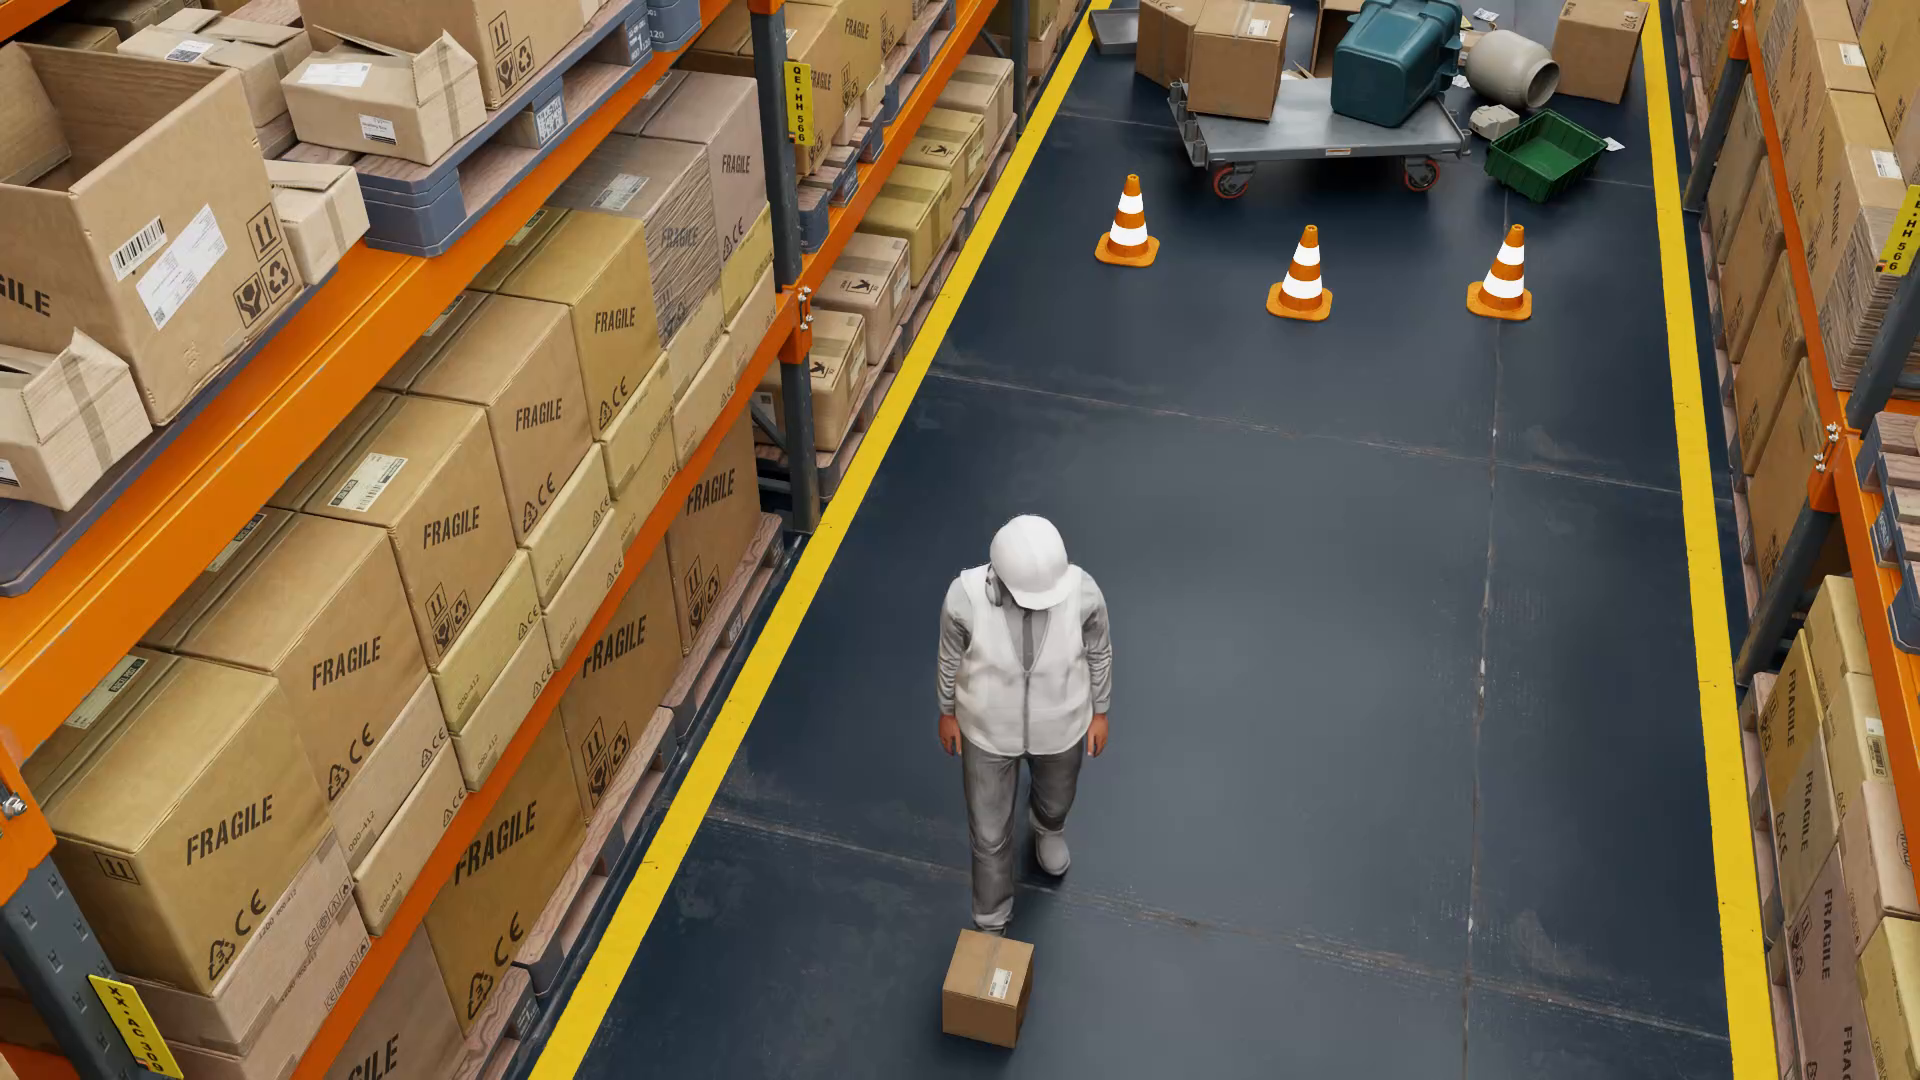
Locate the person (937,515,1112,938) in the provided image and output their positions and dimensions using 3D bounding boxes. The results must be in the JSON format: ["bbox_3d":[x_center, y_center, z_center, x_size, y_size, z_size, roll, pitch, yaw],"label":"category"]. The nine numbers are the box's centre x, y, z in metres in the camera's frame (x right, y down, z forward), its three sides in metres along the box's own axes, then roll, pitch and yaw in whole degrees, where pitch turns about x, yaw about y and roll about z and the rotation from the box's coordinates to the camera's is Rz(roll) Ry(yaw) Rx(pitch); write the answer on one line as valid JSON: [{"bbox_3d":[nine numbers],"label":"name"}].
[{"bbox_3d":[0.212,0.632,5.404,0.568,1.748,0.753,-1,41,-1],"label":"person"}]
